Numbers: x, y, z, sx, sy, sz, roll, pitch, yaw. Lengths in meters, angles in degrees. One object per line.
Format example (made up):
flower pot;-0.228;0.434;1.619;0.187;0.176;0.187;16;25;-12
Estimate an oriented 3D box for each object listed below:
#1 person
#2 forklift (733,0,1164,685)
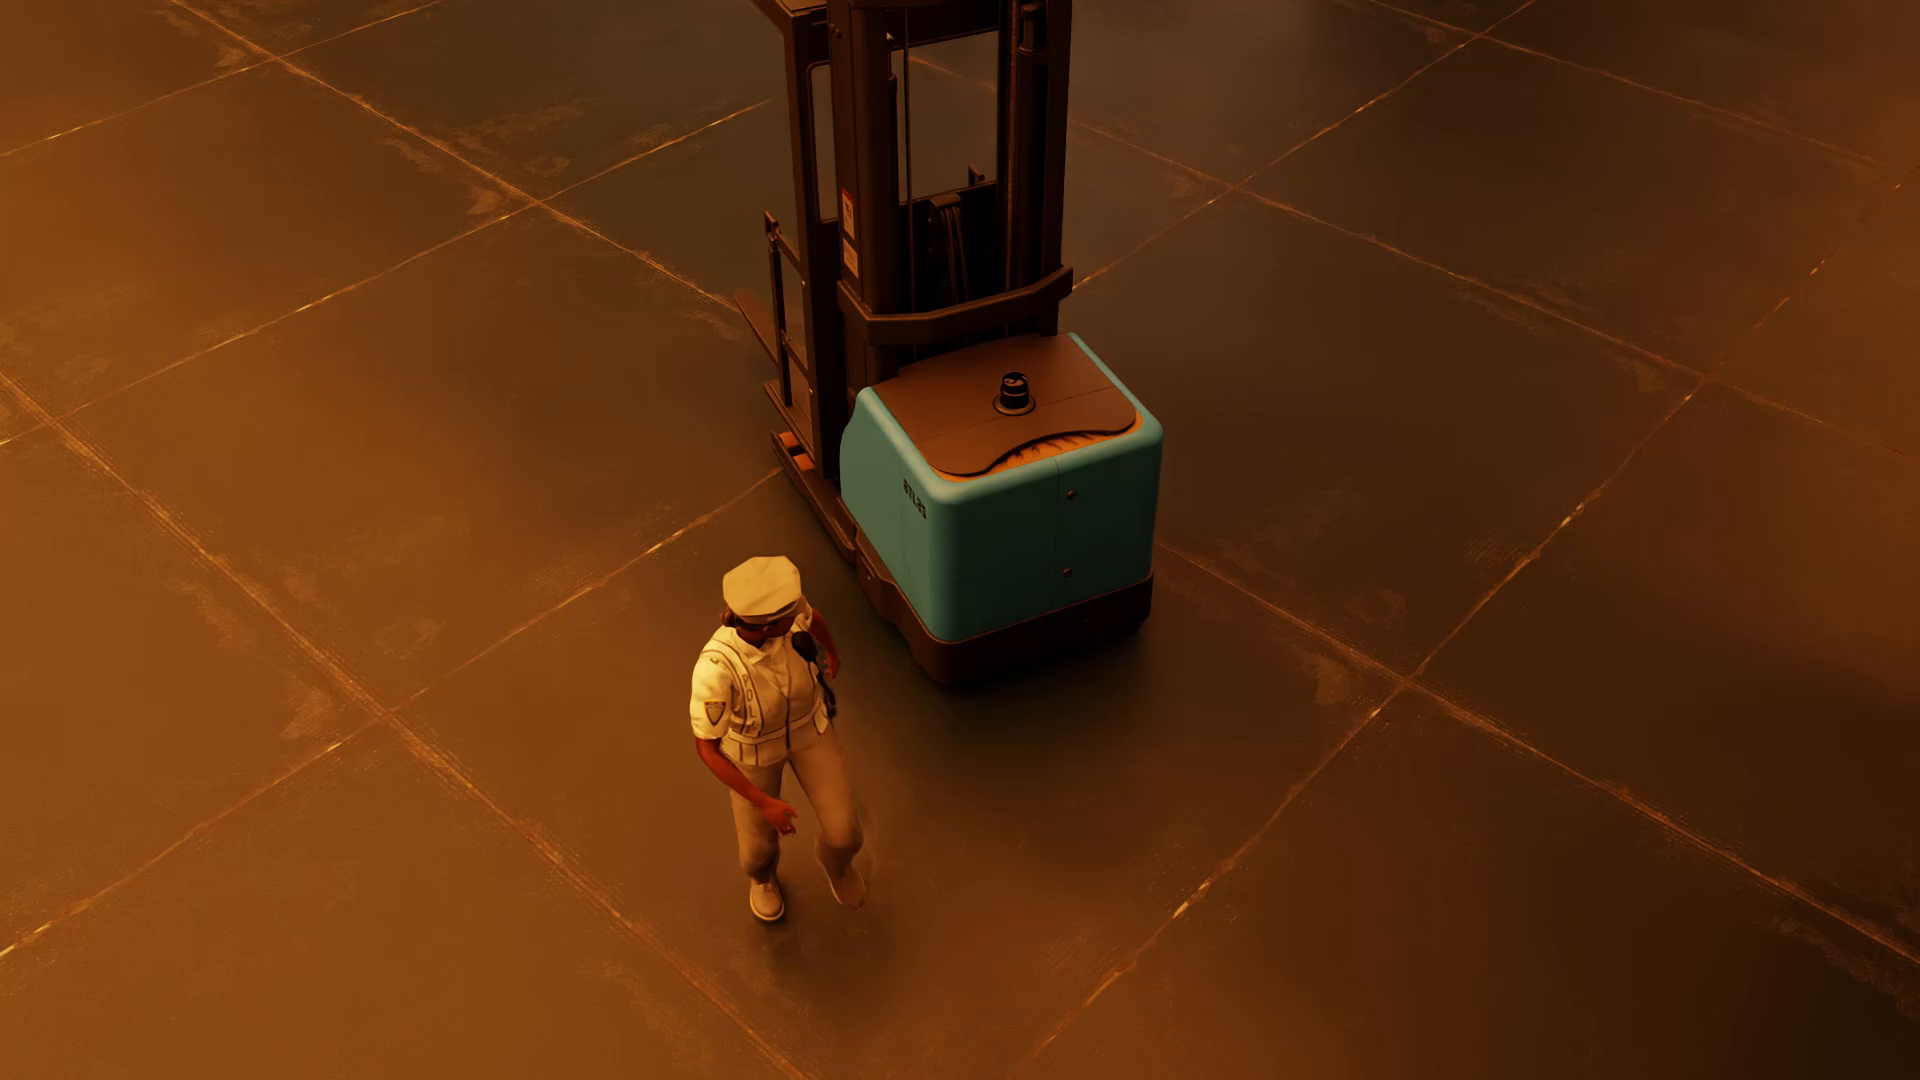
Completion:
person;-0.597;0.712;5.656;0.633;1.614;0.681;-17;43;-19
forklift;-0.261;-1.472;7.144;1.130;2.935;3.031;-17;43;-19
